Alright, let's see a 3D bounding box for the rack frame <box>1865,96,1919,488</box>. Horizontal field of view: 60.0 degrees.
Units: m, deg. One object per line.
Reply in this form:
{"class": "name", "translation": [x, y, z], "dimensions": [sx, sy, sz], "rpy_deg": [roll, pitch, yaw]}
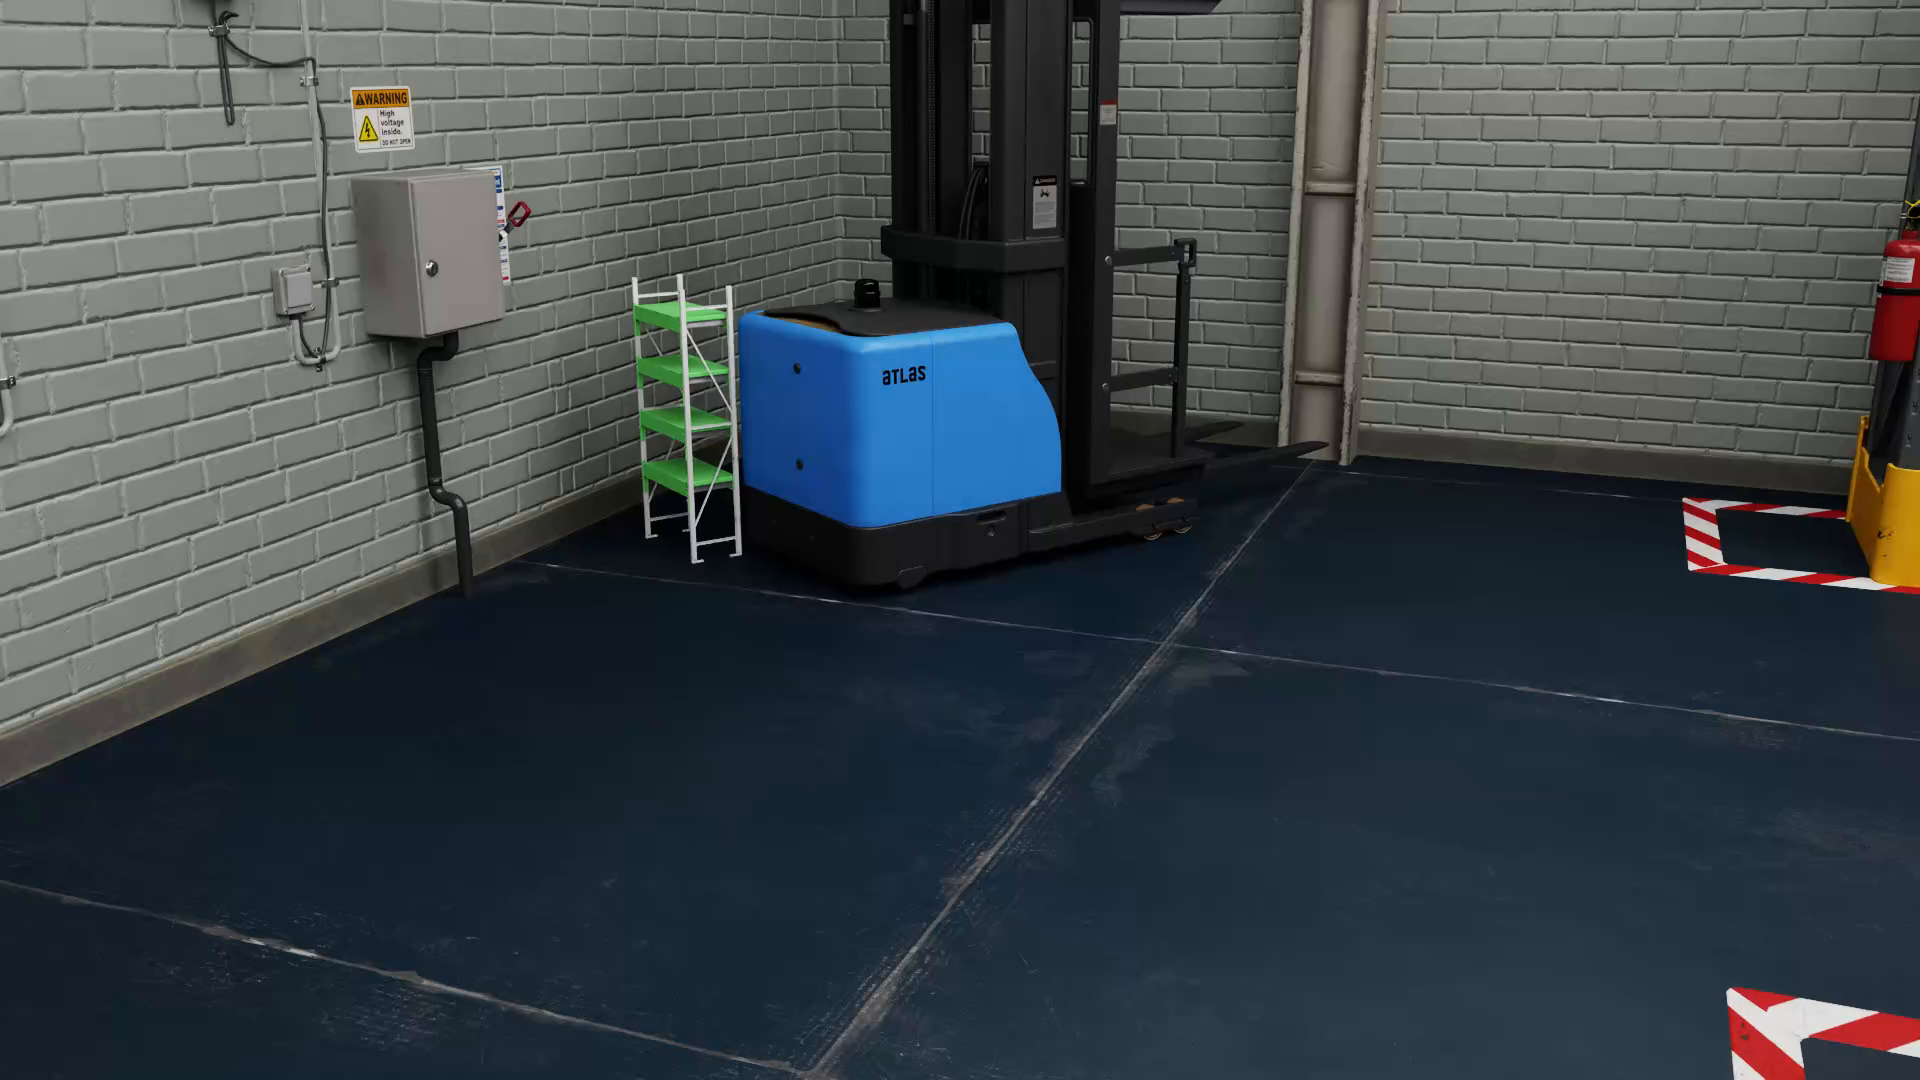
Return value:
{"class": "rack frame", "translation": [4.169, -1.397, 7.106], "dimensions": [0.127, 3.000, 1.000], "rpy_deg": [6, 17, 21]}

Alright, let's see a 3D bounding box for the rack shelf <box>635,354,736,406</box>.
{"class": "rack shelf", "translation": [-1.218, -0.718, 7.363], "dimensions": [0.258, 0.148, 0.480], "rpy_deg": [-11, 19, -33]}

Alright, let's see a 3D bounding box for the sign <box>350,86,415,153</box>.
{"class": "sign", "translation": [-2.209, -1.614, 6.370], "dimensions": [0.001, 0.242, 0.339], "rpy_deg": [6, 17, 21]}

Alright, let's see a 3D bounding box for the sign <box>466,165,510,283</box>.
{"class": "sign", "translation": [-2.008, -1.314, 6.989], "dimensions": [0.001, 0.494, 0.329], "rpy_deg": [6, 17, 21]}

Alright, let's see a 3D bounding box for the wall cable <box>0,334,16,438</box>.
{"class": "wall cable", "translation": [-2.903, -1.183, 4.491], "dimensions": [0.123, 1.953, 0.585], "rpy_deg": [6, 17, 21]}

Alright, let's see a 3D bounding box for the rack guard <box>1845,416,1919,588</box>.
{"class": "rack guard", "translation": [4.240, -0.189, 7.428], "dimensions": [0.348, 0.500, 1.175], "rpy_deg": [6, 17, 21]}

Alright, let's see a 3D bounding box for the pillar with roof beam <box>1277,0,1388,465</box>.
{"class": "pillar with roof beam", "translation": [0.412, -3.671, 4.179], "dimensions": [0.400, 9.000, 9.100], "rpy_deg": [6, 17, 21]}

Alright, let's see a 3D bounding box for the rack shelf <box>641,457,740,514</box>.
{"class": "rack shelf", "translation": [-1.218, -0.257, 7.497], "dimensions": [0.258, 0.148, 0.480], "rpy_deg": [-11, 19, -33]}

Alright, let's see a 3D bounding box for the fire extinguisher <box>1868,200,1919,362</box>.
{"class": "fire extinguisher", "translation": [3.862, -1.076, 6.808], "dimensions": [0.183, 0.674, 0.296], "rpy_deg": [6, 17, 21]}

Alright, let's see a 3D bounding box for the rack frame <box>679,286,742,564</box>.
{"class": "rack frame", "translation": [-1.080, -0.493, 7.218], "dimensions": [0.240, 1.200, 0.015], "rpy_deg": [-11, 19, -33]}

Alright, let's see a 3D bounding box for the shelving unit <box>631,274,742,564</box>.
{"class": "shelving unit", "translation": [-1.218, -0.549, 7.412], "dimensions": [0.258, 1.200, 0.503], "rpy_deg": [-11, 19, -33]}

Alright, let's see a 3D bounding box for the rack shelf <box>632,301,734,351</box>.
{"class": "rack shelf", "translation": [-1.218, -0.948, 7.296], "dimensions": [0.258, 0.148, 0.480], "rpy_deg": [-11, 19, -33]}

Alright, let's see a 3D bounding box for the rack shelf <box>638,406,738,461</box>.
{"class": "rack shelf", "translation": [-1.218, -0.487, 7.430], "dimensions": [0.258, 0.148, 0.480], "rpy_deg": [-11, 19, -33]}

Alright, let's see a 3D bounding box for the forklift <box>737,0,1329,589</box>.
{"class": "forklift", "translation": [0.498, -1.512, 7.624], "dimensions": [3.031, 2.935, 1.130], "rpy_deg": [-12, 20, -35]}

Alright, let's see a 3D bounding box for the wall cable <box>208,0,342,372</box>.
{"class": "wall cable", "translation": [-2.393, -1.537, 5.766], "dimensions": [0.122, 1.984, 0.588], "rpy_deg": [6, 17, 21]}

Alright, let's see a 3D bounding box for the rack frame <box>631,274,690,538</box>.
{"class": "rack frame", "translation": [-1.355, -0.605, 7.605], "dimensions": [0.240, 1.200, 0.015], "rpy_deg": [-11, 19, -33]}

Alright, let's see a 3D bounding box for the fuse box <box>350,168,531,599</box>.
{"class": "fuse box", "translation": [-1.996, -0.591, 6.641], "dimensions": [0.414, 1.711, 0.539], "rpy_deg": [6, 17, 21]}
